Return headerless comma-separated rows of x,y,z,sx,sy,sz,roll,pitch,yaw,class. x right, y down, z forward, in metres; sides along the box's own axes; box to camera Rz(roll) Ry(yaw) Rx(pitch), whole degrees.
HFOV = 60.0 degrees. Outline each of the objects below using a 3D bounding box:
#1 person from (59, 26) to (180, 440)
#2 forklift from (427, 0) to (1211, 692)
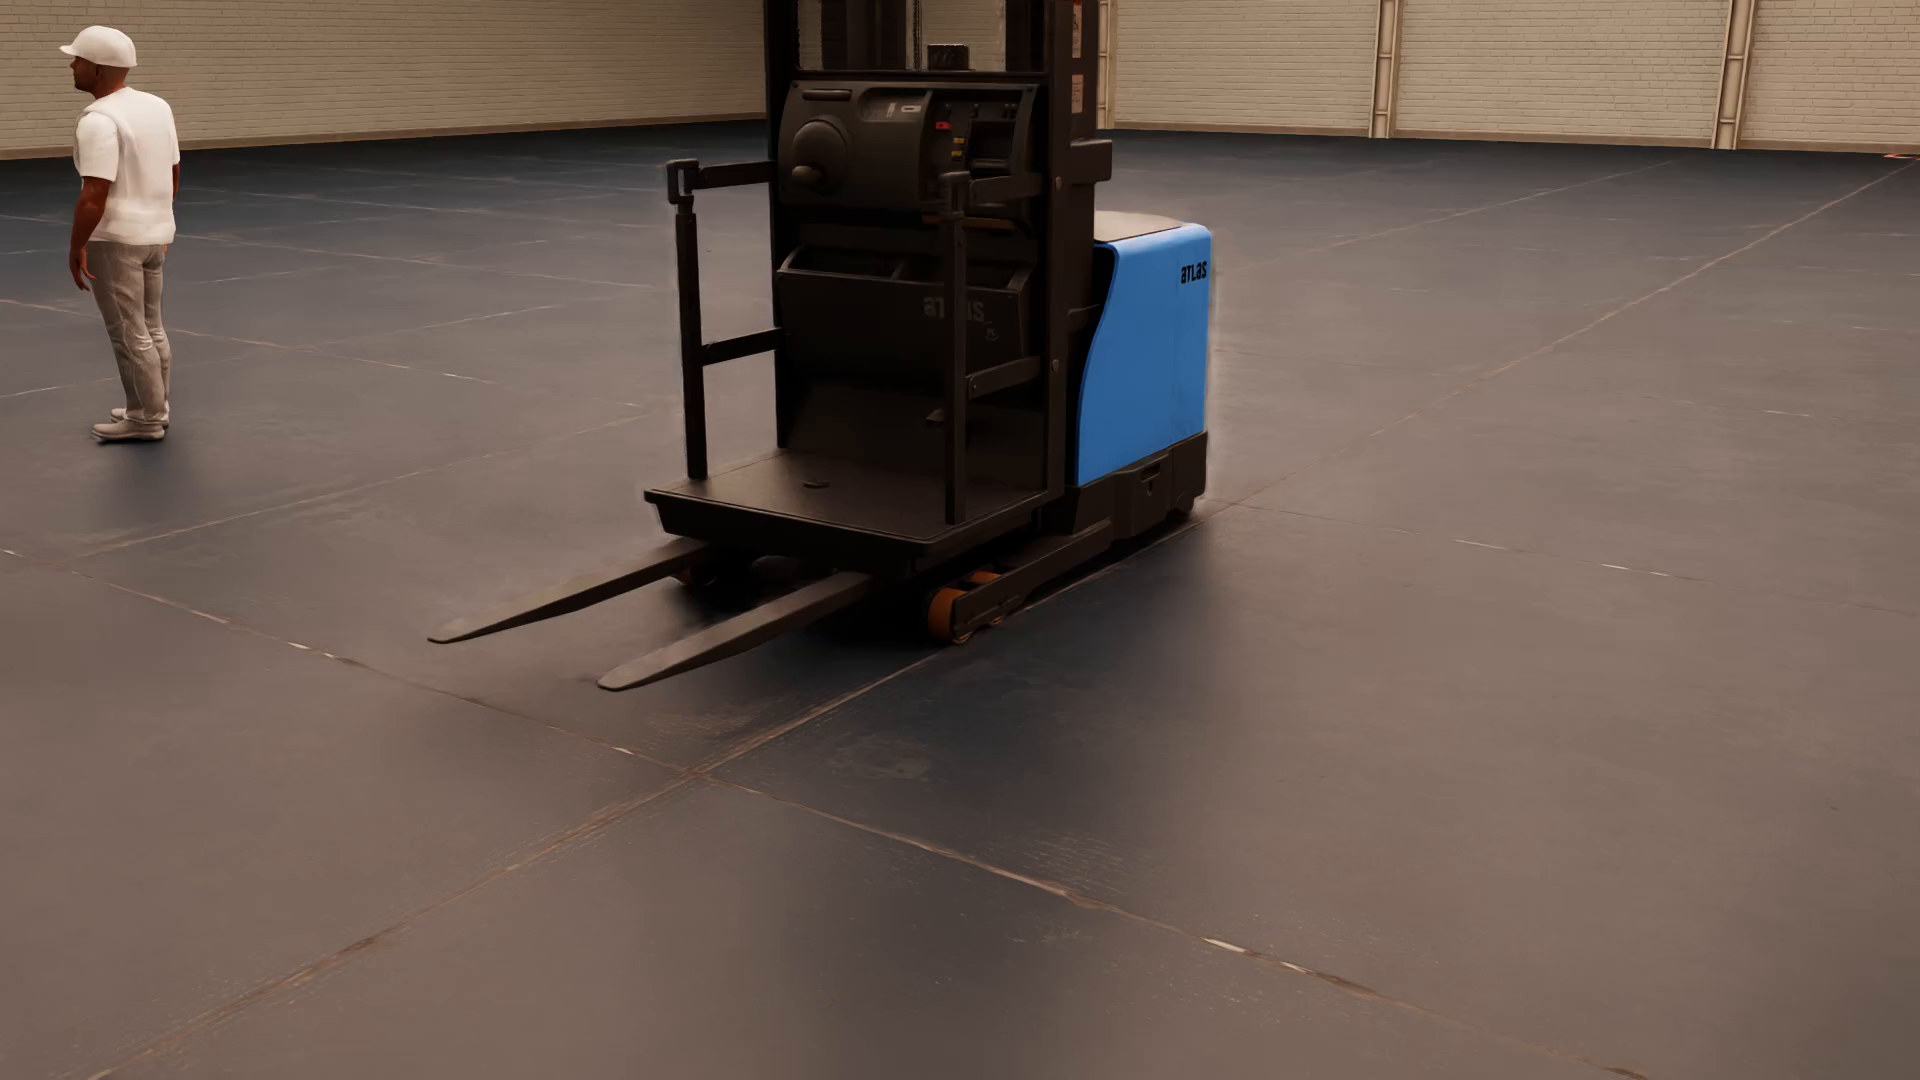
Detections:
-3.694,-1.311,7.224,0.577,1.765,0.666,2,17,6,person
-0.289,-1.249,5.009,1.130,2.935,3.031,10,20,31,forklift
